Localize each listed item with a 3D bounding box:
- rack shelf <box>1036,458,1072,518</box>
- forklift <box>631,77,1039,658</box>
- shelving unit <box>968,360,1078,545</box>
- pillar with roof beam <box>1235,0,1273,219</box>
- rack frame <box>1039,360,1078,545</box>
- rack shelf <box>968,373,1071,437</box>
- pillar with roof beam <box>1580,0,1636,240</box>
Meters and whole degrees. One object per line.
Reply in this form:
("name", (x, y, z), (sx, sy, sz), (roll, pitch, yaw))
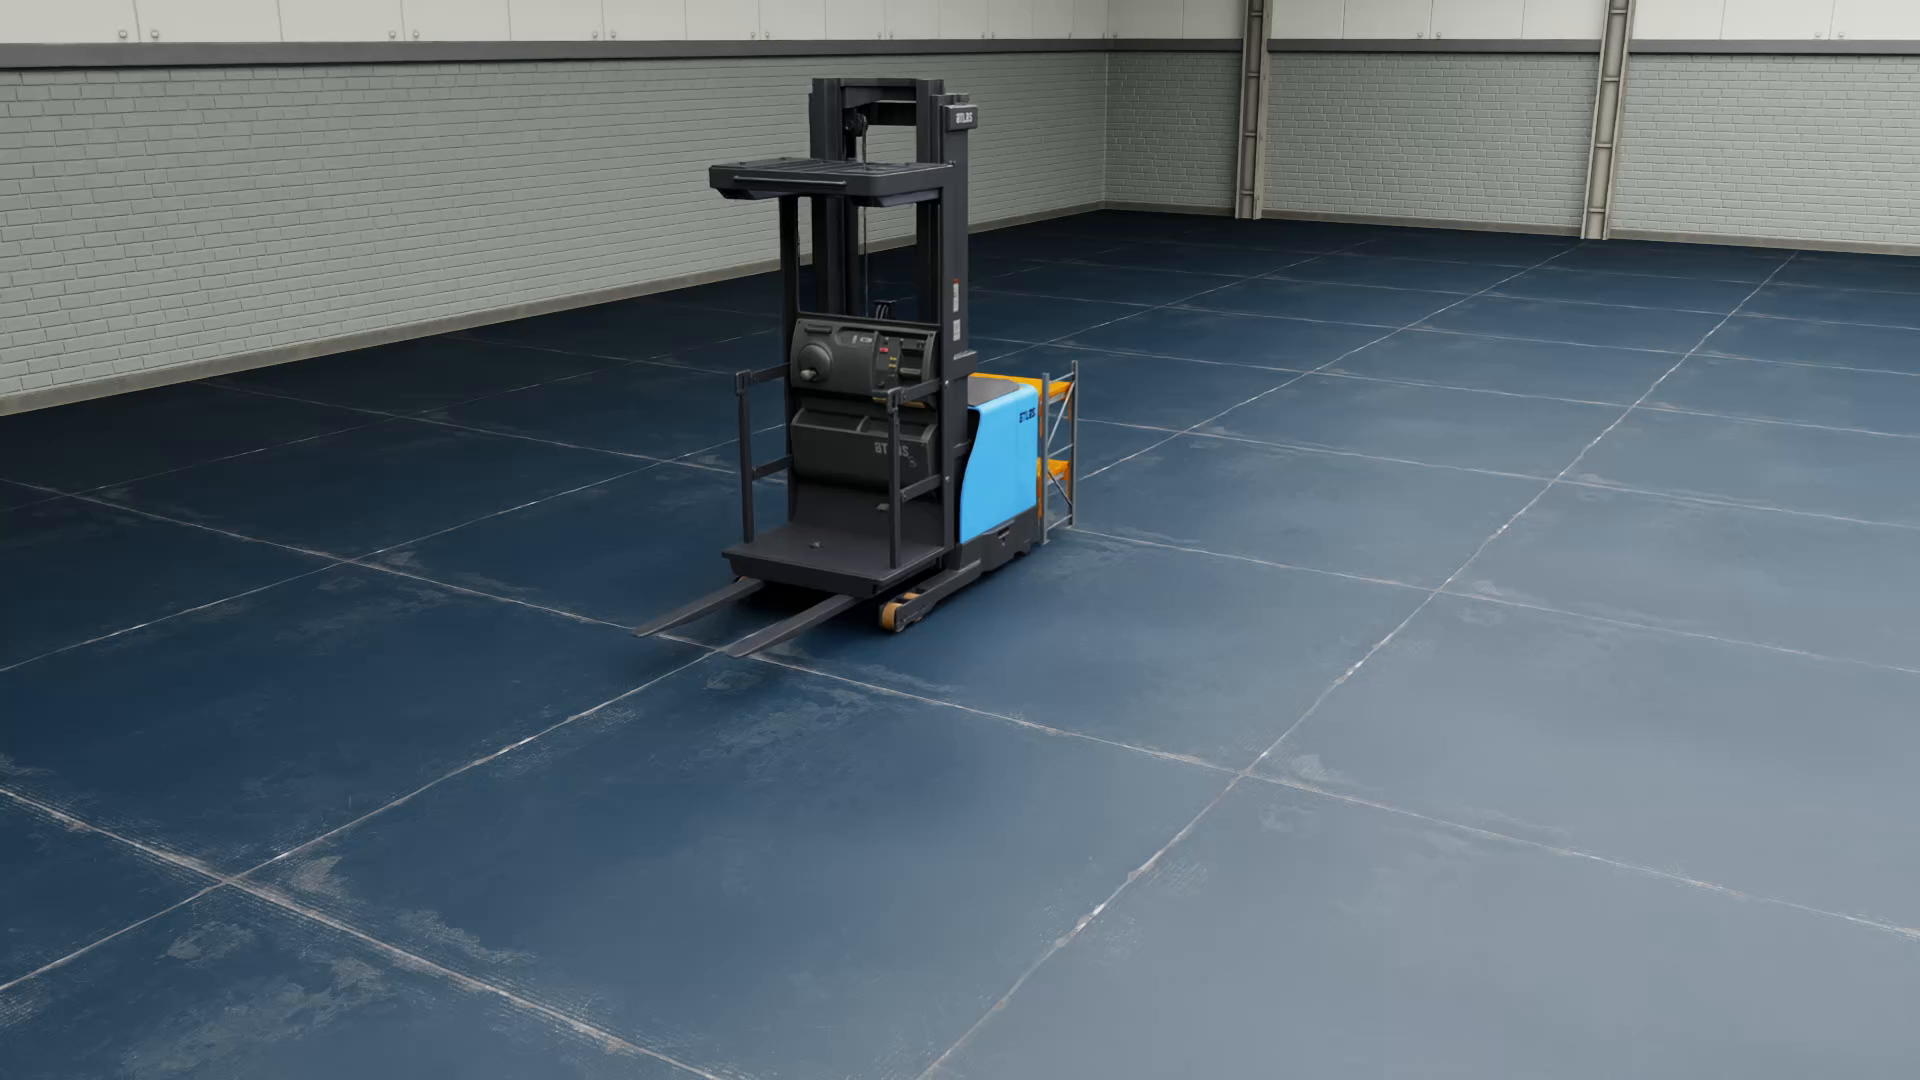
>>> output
("rack shelf", (0.194, -0.407, 11.128), (1.000, 0.278, 0.538), (9, 19, 26))
("forklift", (-0.658, -1.041, 9.267), (1.130, 2.935, 3.031), (9, 19, 28))
("shelving unit", (0.194, -0.641, 11.057), (1.048, 1.125, 0.538), (9, 19, 26))
("pillar with roof beam", (2.954, -9.056, 25.212), (0.400, 9.000, 9.100), (10, 20, 30))
("rack frame", (0.644, -0.573, 10.832), (0.032, 1.125, 0.500), (9, 19, 26))
("rack shelf", (0.194, -0.921, 10.972), (1.000, 0.278, 0.538), (9, 19, 26))
("pillar with roof beam", (8.066, -8.143, 22.207), (0.400, 9.000, 9.100), (10, 20, 30))
